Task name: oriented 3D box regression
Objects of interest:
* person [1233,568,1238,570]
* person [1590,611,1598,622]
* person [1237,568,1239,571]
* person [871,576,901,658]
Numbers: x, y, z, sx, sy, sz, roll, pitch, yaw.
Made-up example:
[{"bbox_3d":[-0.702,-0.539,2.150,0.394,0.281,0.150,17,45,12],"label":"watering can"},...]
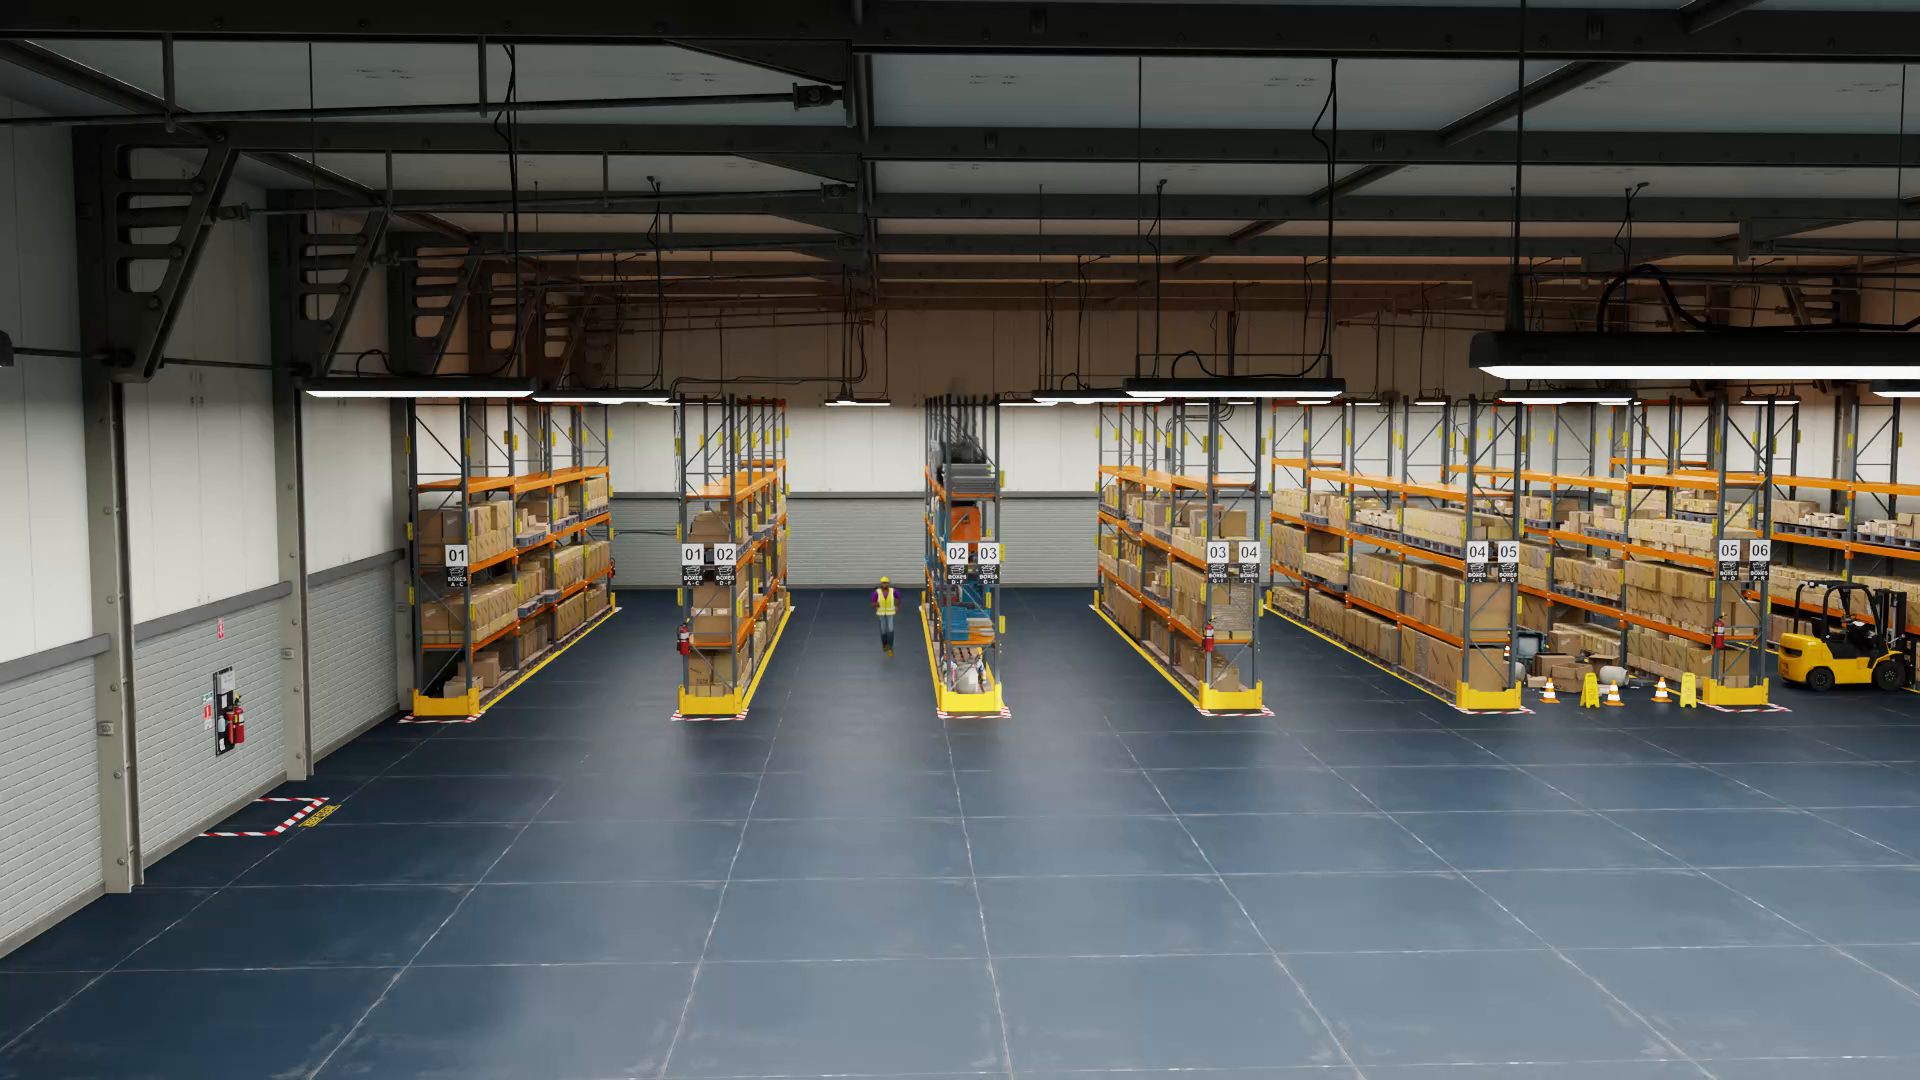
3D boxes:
[{"bbox_3d":[7.297,1.414,43.914,0.620,1.710,0.863,0,5,-3],"label":"person"},{"bbox_3d":[16.614,1.397,43.819,0.662,1.770,0.868,-1,5,-11],"label":"person"},{"bbox_3d":[7.661,1.310,46.042,0.557,1.609,0.795,0,5,-2],"label":"person"},{"bbox_3d":[-1.666,1.714,37.227,0.672,1.813,0.764,0,5,0],"label":"person"}]
